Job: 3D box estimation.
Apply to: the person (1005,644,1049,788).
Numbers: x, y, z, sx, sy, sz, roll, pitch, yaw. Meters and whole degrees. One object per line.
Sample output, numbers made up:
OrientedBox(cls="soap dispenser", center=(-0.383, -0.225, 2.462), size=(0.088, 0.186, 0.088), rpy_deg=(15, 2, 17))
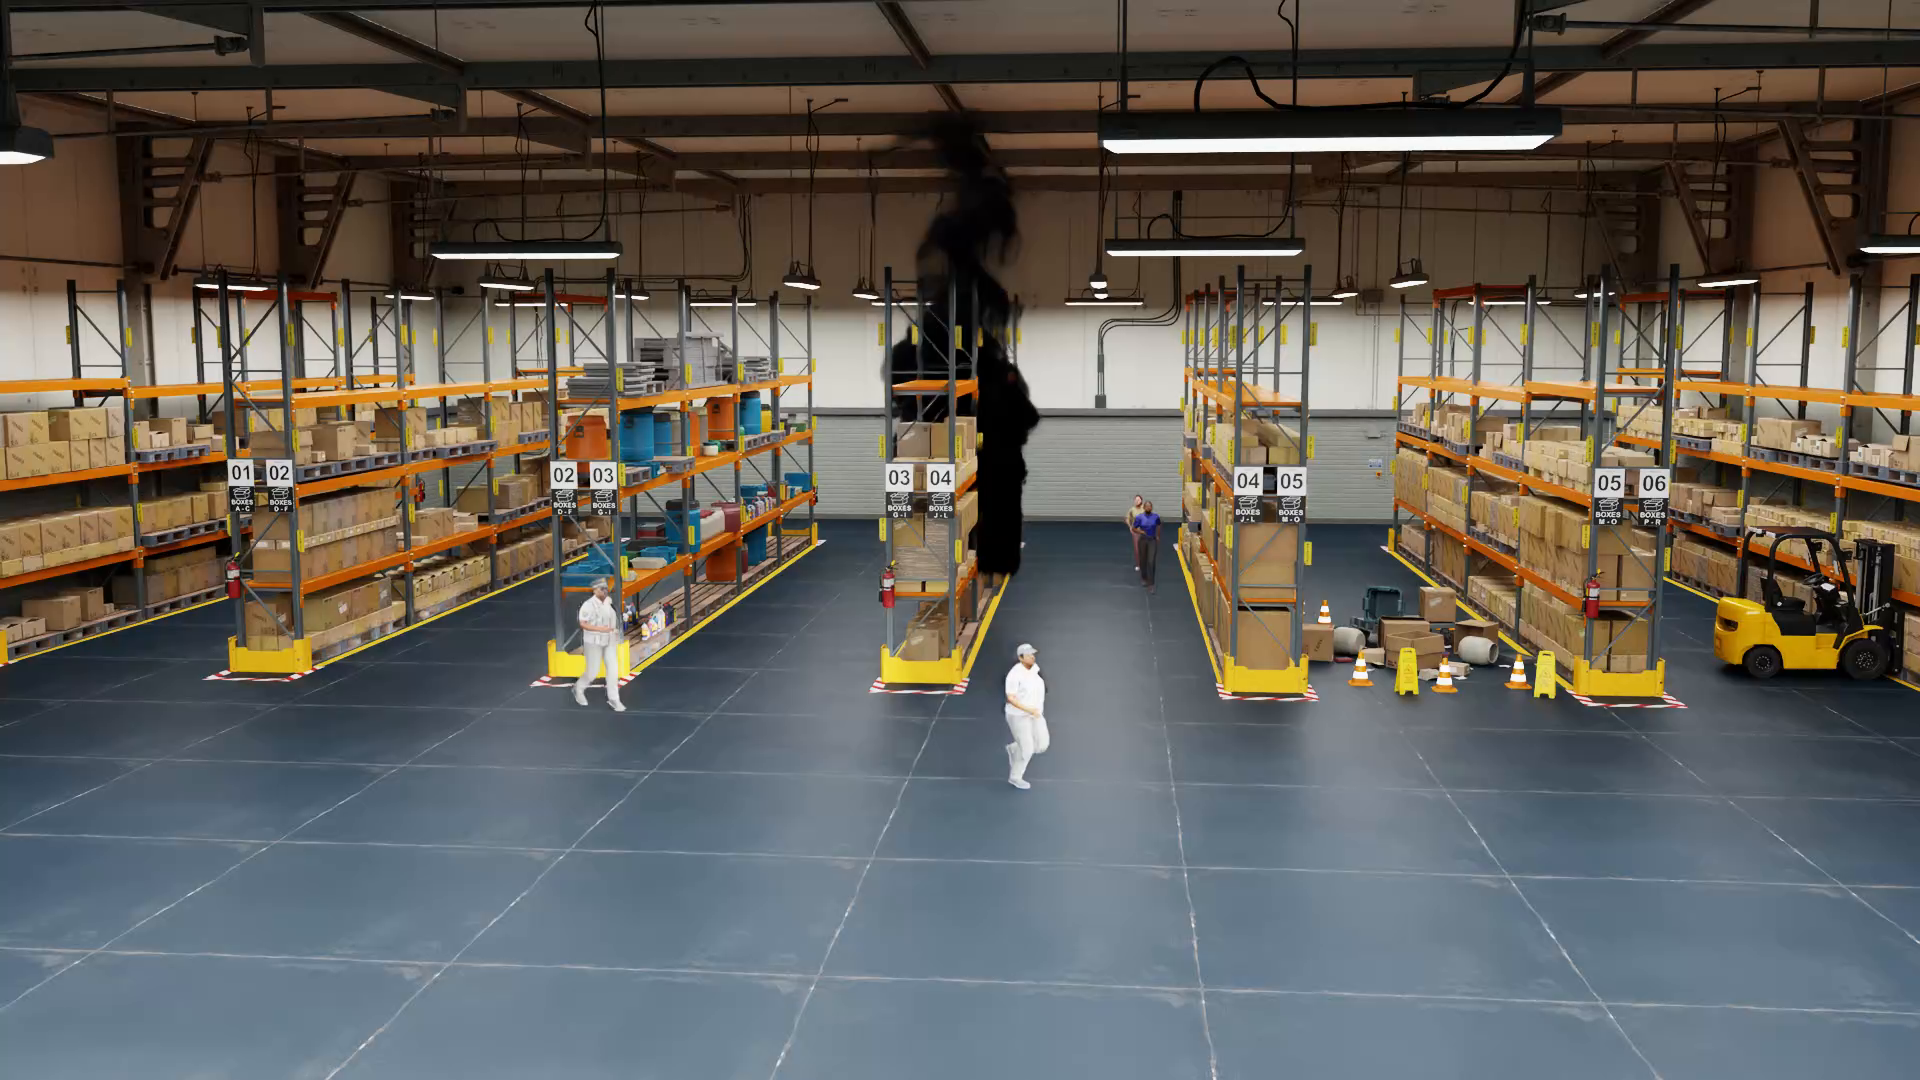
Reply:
OrientedBox(cls="person", center=(0.734, 1.955, 18.611), size=(0.620, 1.630, 0.620), rpy_deg=(6, 9, 42))

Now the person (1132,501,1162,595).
OrientedBox(cls="person", center=(3.501, 0.124, 31.188), size=(0.559, 1.742, 0.737), rpy_deg=(1, 7, 5))

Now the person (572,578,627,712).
OrientedBox(cls="person", center=(-4.866, 1.405, 22.483), size=(0.812, 1.817, 0.681), rpy_deg=(5, 9, 35))

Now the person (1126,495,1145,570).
OrientedBox(cls="person", center=(3.868, -0.158, 35.913), size=(0.586, 1.632, 0.529), rpy_deg=(1, 7, 8))
